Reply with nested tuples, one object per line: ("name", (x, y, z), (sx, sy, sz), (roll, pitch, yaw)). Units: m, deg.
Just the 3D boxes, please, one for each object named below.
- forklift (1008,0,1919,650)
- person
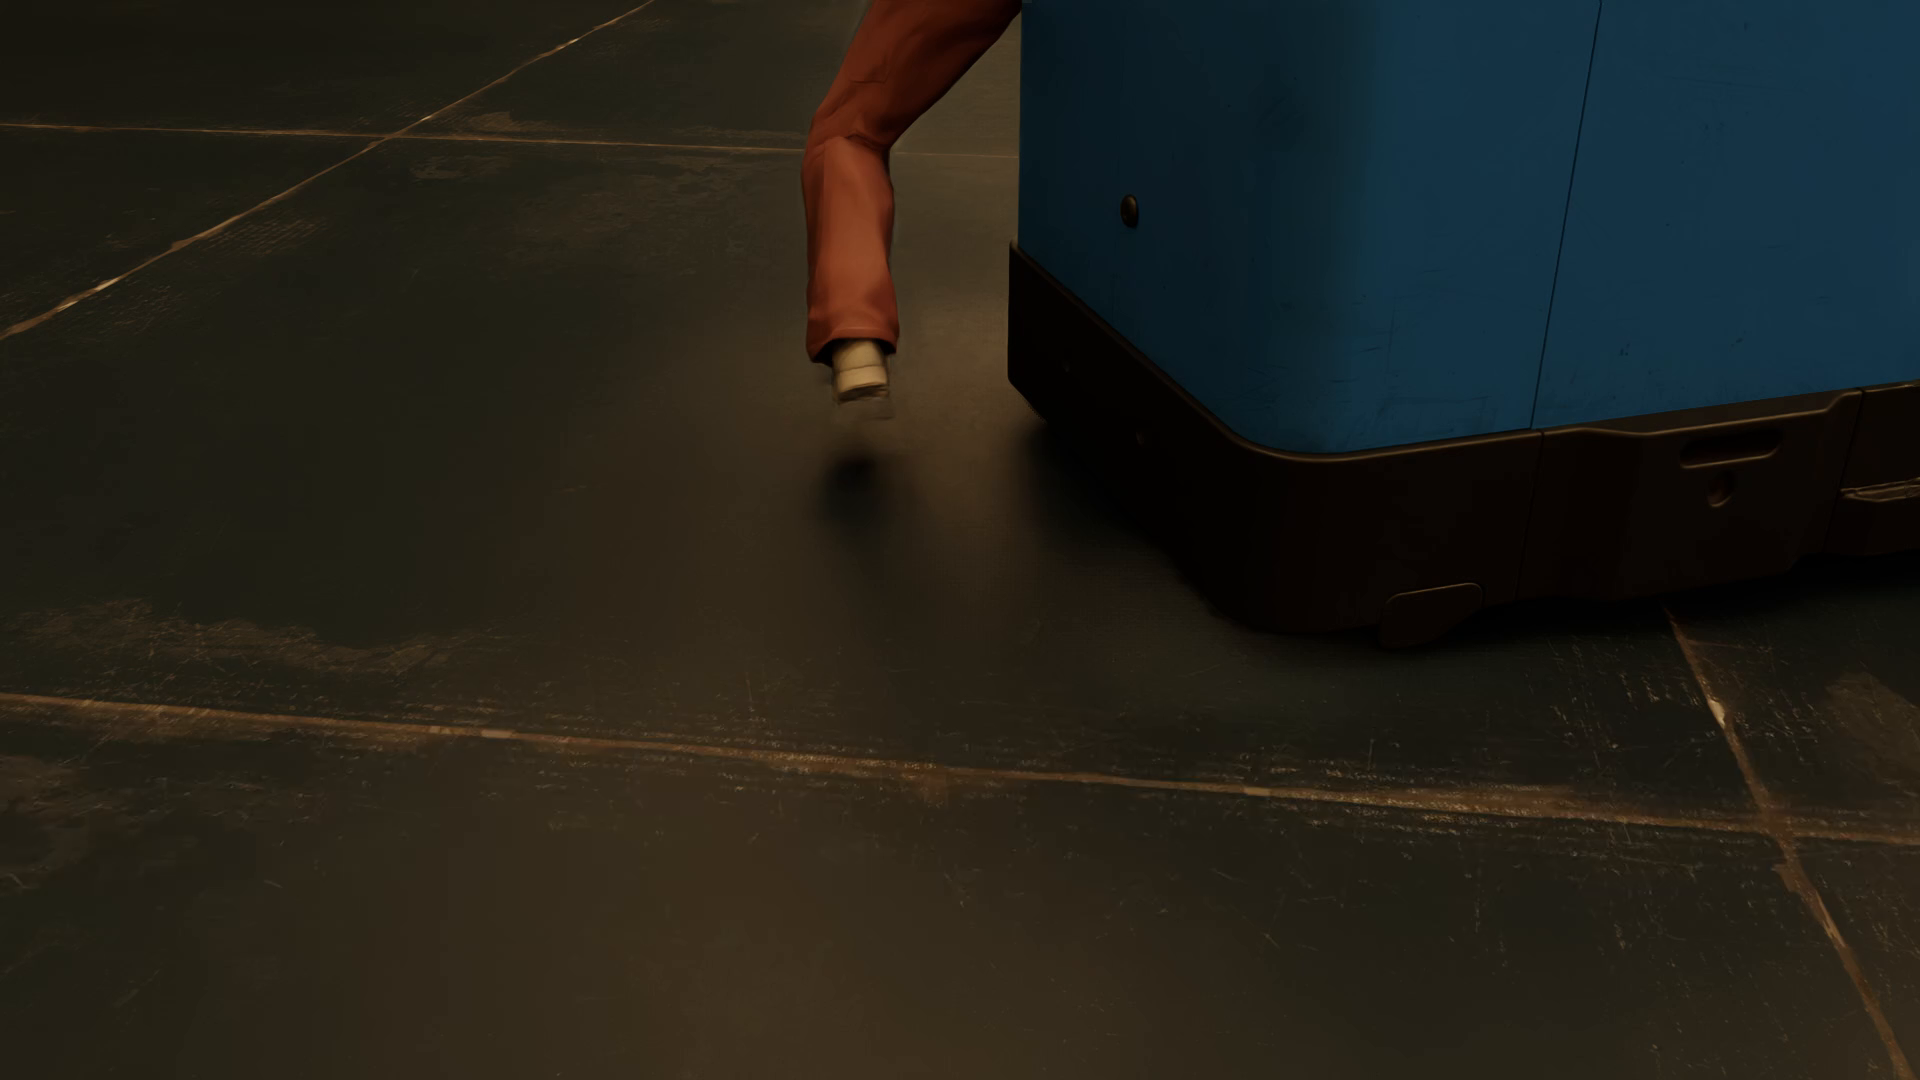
("forklift", (1.659, -1.537, 2.297), (3.031, 2.935, 1.130), (-8, 28, -15))
("person", (0.198, -0.941, 2.729), (0.961, 1.438, 0.740), (-3, 27, -6))
